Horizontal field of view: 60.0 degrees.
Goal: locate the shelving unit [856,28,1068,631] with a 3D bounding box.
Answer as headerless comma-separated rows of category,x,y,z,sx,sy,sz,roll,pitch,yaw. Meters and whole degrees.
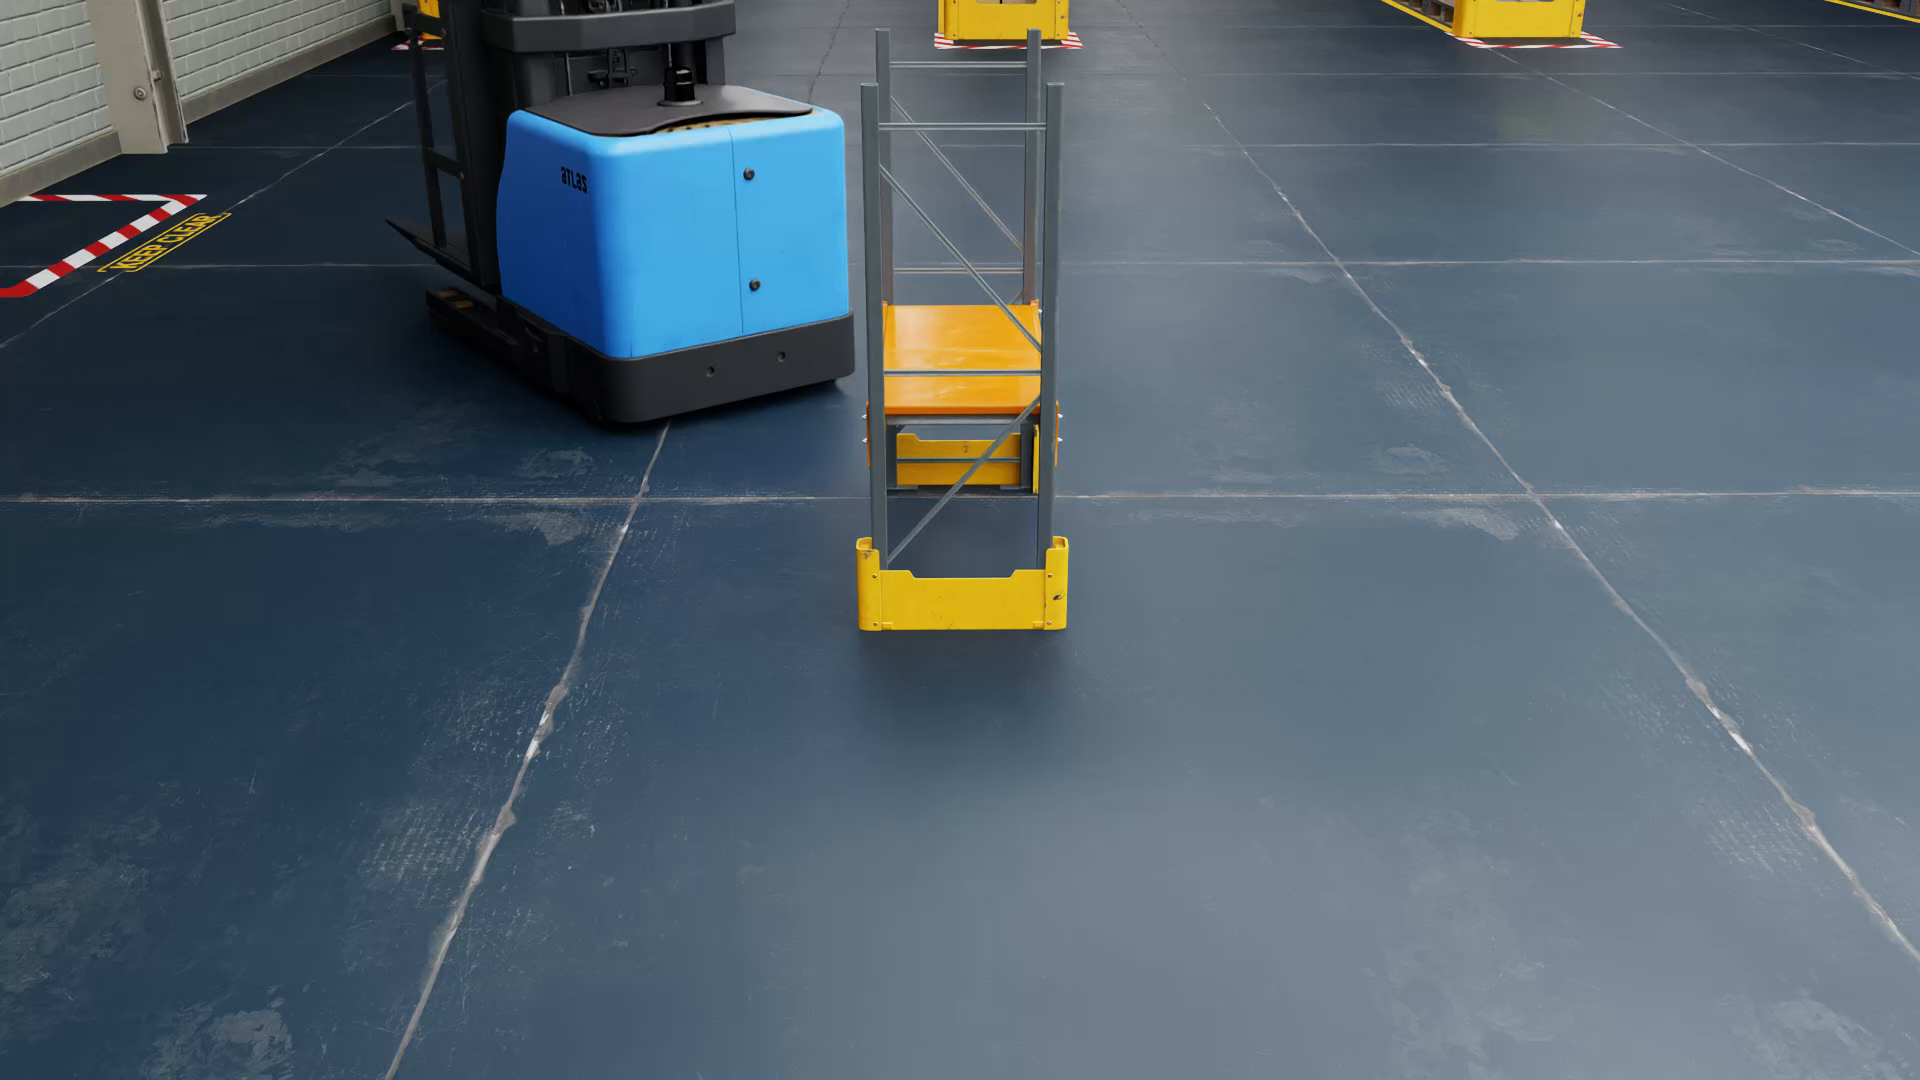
shelving unit,0.001,-0.652,4.871,0.587,1.500,1.083,0,24,-1

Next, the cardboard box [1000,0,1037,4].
cardboard box,0.651,-5.331,16.224,0.500,0.250,0.500,0,24,-1

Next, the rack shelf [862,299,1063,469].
rack shelf,0.001,-0.484,4.937,0.538,0.185,1.000,0,24,-1

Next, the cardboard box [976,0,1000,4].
cardboard box,0.133,-5.329,16.219,0.500,0.250,0.500,0,24,-1

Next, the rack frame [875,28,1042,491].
rack frame,-0.005,-0.858,5.326,0.500,1.500,0.032,0,24,-1

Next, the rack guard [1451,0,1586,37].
rack guard,5.339,-5.083,15.883,1.175,0.500,0.348,0,24,-1

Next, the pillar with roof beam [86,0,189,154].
pillar with roof beam,-1.022,-6.712,9.170,9.100,9.000,0.400,0,24,-1

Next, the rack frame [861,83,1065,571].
rack frame,0.006,-0.439,4.400,0.500,1.500,0.032,0,24,-1

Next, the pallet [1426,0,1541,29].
pallet,5.336,-5.287,16.683,1.003,0.211,1.213,0,24,-1

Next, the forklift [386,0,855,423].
forklift,-1.685,-2.307,6.793,1.130,2.935,3.031,-17,29,-32

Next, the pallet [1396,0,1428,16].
pallet,5.326,-5.788,17.791,1.003,0.211,1.213,0,24,-1

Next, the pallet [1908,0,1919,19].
pallet,10.366,-5.309,16.733,1.003,0.211,1.213,0,24,-1

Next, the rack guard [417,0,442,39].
rack guard,-4.520,-5.039,15.785,1.175,0.500,0.348,0,24,-1

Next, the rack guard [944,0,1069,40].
rack guard,0.434,-5.022,15.746,1.175,0.500,0.348,0,24,-1

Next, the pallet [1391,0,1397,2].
pallet,5.309,-6.292,18.906,1.003,0.211,1.213,0,24,-1

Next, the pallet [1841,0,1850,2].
pallet,10.339,-6.315,18.956,1.003,0.211,1.213,0,24,-1

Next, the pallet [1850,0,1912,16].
pallet,10.355,-5.811,17.841,1.003,0.211,1.213,0,24,-1

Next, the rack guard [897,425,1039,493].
rack guard,-0.005,-0.288,5.583,0.587,0.250,0.087,0,24,-1

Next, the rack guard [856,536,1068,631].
rack guard,0.006,0.123,4.675,0.587,0.250,0.087,0,24,-1

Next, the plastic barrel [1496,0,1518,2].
plastic barrel,5.304,-5.520,16.324,0.421,0.512,0.421,0,24,0

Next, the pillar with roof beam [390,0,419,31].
pillar with roof beam,-1.087,-9.184,14.636,9.100,9.000,0.400,0,24,-1
